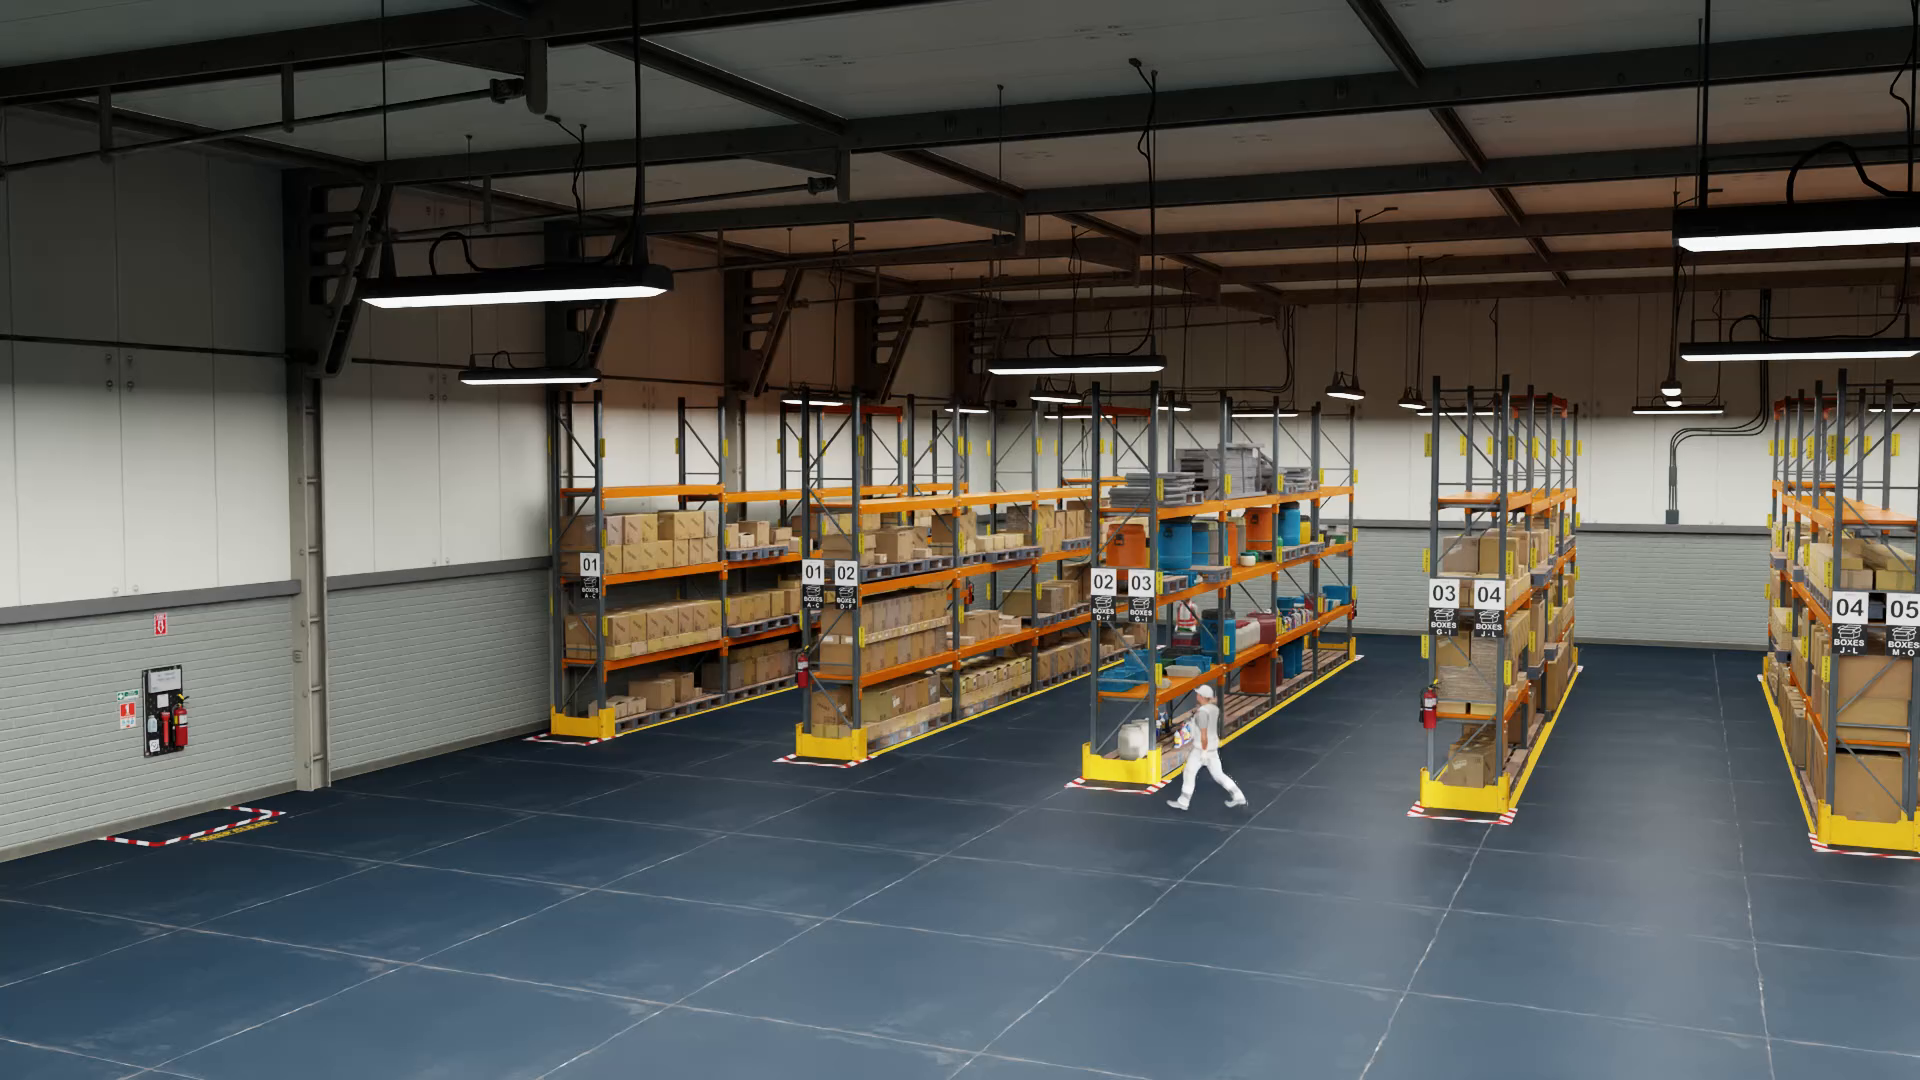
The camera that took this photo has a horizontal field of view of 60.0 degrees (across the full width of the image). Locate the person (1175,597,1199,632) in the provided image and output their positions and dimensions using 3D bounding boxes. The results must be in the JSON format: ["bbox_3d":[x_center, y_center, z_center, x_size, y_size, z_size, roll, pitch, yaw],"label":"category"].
[{"bbox_3d":[5.148,2.004,38.036,0.609,1.724,1.034,1,3,25],"label":"person"}]

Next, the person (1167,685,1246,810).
[{"bbox_3d":[3.388,2.863,22.859,1.075,1.747,0.540,2,4,26],"label":"person"}]
